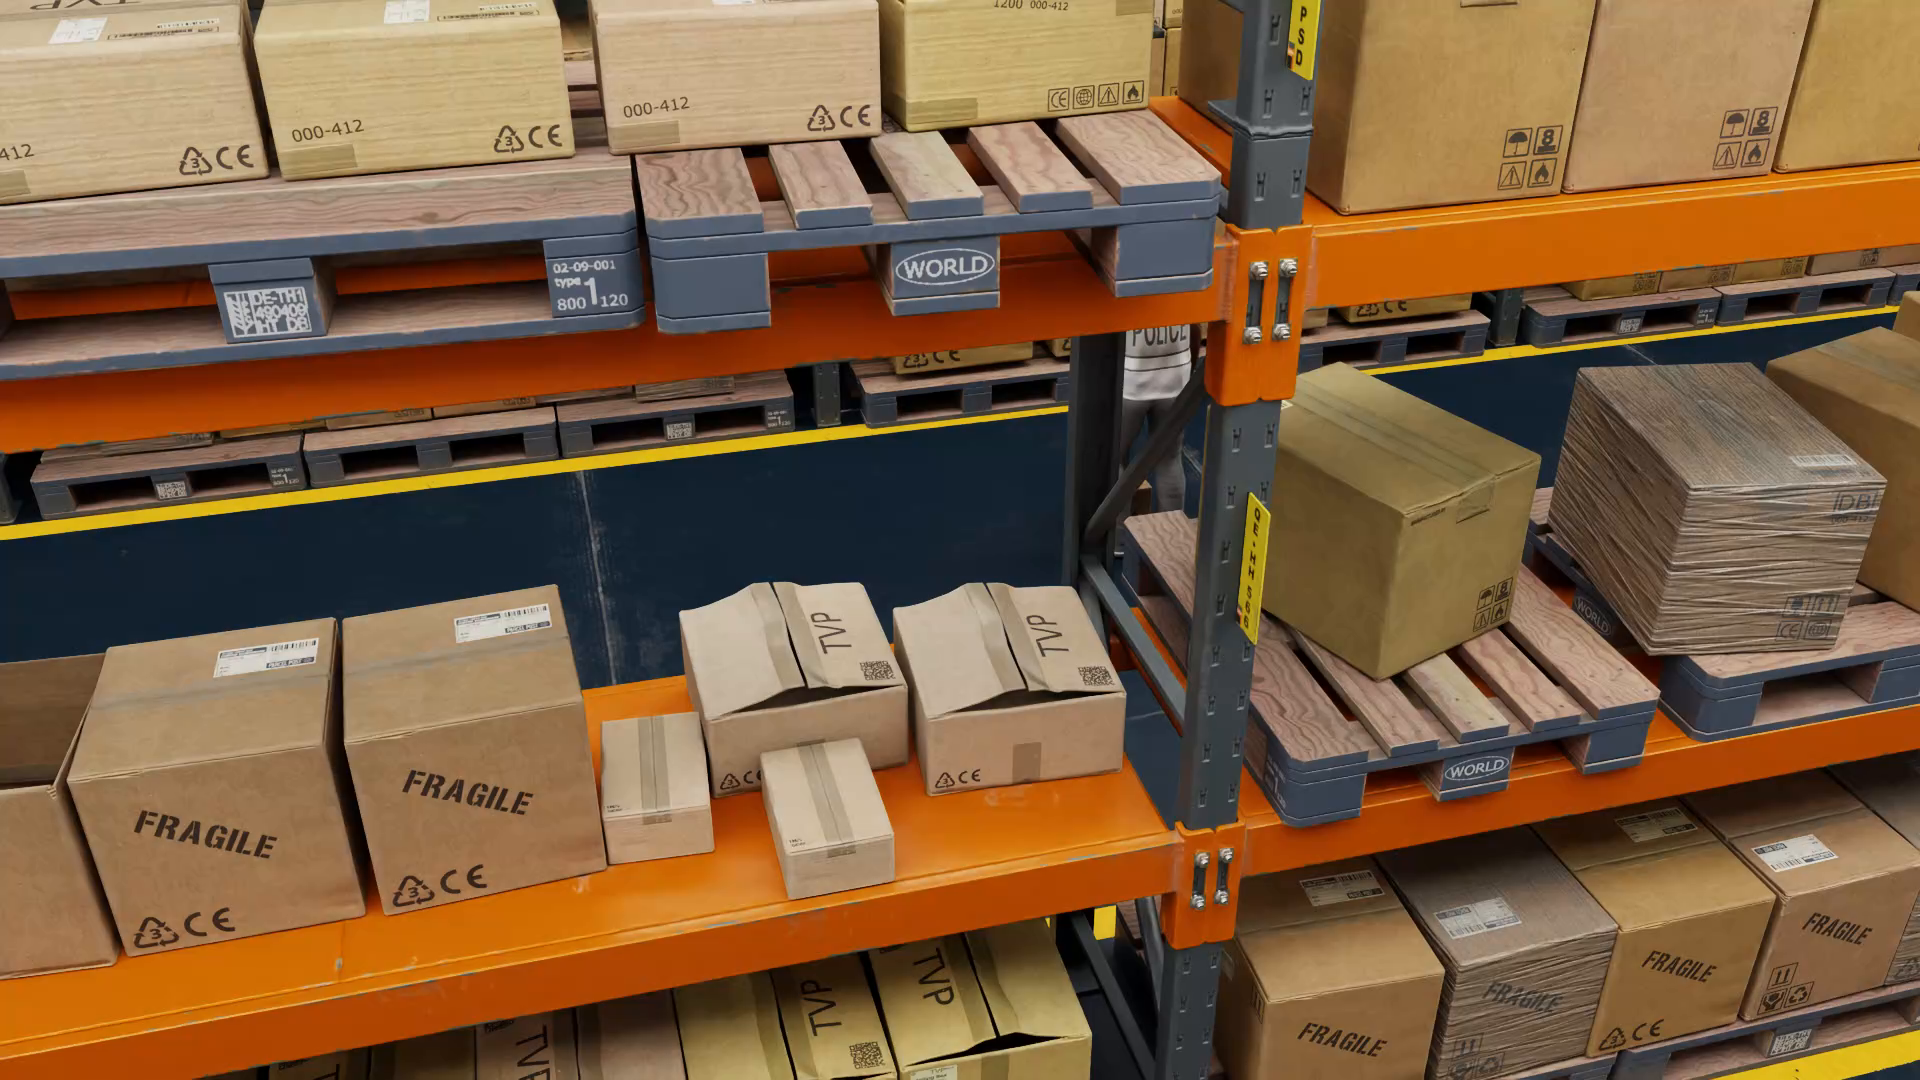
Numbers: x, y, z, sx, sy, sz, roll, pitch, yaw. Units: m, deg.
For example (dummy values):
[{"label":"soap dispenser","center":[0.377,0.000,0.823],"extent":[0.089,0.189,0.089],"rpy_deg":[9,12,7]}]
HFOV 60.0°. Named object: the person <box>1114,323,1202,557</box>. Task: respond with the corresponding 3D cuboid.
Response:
[{"label":"person","center":[0.803,-0.677,7.285],"extent":[0.513,1.657,0.416],"rpy_deg":[-8,31,-14]}]
